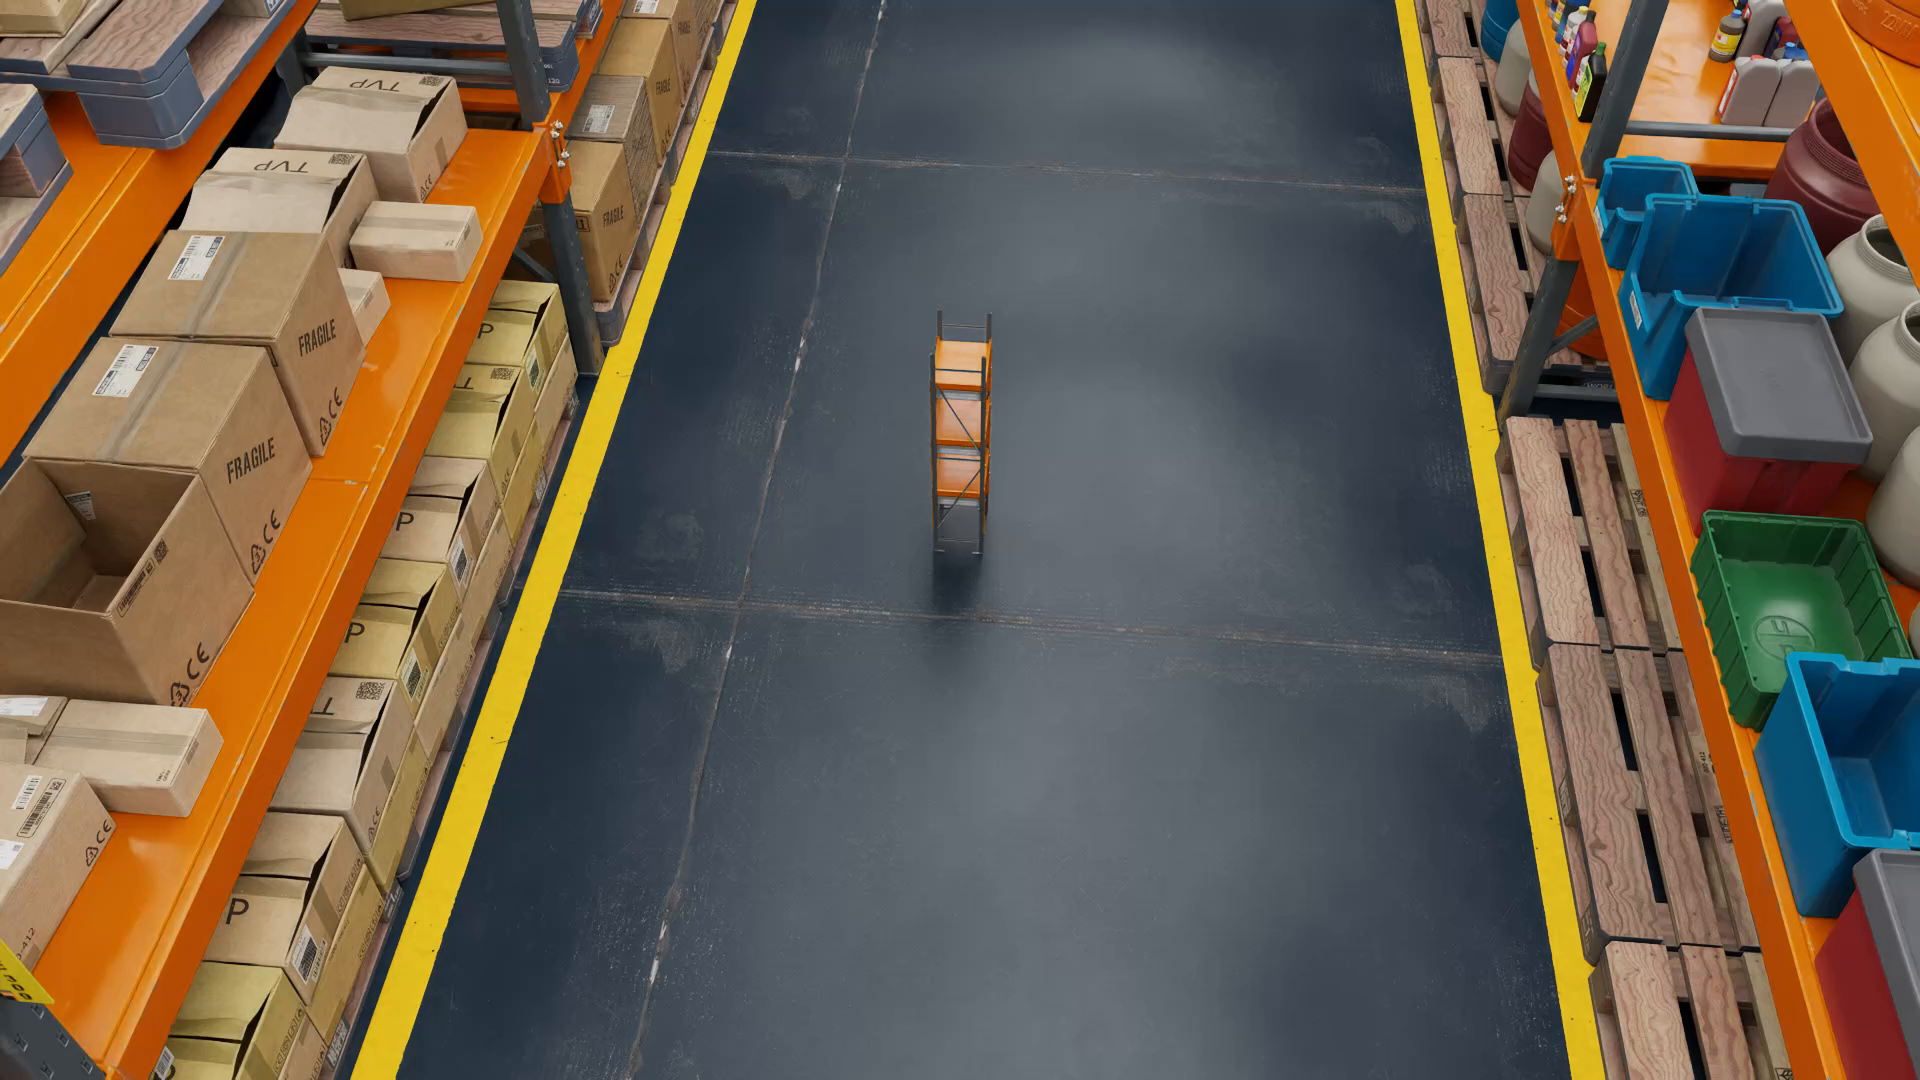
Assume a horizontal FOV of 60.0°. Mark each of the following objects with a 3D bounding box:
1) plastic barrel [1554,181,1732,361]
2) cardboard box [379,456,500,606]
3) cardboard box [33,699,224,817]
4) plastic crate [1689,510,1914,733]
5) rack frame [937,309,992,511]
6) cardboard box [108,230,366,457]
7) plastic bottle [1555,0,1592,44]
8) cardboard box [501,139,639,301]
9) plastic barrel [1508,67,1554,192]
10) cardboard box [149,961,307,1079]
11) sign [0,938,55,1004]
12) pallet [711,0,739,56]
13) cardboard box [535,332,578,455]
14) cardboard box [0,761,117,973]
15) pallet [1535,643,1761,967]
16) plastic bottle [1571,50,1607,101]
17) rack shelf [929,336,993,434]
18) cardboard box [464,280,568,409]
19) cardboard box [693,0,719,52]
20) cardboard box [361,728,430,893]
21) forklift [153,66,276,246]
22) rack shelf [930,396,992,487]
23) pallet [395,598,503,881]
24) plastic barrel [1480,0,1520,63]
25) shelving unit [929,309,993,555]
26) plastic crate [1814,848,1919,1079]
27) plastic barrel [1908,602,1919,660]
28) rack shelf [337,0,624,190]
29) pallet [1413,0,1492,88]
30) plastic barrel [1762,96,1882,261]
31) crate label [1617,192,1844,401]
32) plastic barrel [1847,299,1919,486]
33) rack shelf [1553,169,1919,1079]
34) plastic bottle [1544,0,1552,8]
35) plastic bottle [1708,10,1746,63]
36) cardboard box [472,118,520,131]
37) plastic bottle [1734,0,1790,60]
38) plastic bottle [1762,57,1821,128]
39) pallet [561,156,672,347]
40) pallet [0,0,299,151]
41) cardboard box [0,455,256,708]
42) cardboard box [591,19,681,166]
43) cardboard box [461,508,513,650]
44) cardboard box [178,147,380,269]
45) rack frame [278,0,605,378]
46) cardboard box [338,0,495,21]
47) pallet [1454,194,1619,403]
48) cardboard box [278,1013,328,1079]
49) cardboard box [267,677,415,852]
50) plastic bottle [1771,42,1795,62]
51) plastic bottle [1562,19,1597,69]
[{"bbox_3d":[2.858,-1.250,7.046,0.600,0.830,0.708,4,48,4],"label":"plastic barrel"},{"bbox_3d":[-1.995,-0.064,5.975,0.500,0.311,0.500,4,48,3],"label":"cardboard box"},{"bbox_3d":[-2.183,0.571,4.365,0.380,0.149,0.250,4,48,4],"label":"cardboard box"},{"bbox_3d":[2.343,0.232,4.648,0.450,0.188,0.662,4,48,4],"label":"plastic crate"},{"bbox_3d":[0.016,-0.483,6.481,0.200,1.050,0.008,4,48,4],"label":"rack frame"},{"bbox_3d":[-2.239,-0.615,5.212,0.500,0.500,0.500,2,48,1],"label":"cardboard box"},{"bbox_3d":[2.510,-2.158,6.779,0.097,0.271,0.097,0,48,0],"label":"plastic bottle"},{"bbox_3d":[-1.776,-1.436,7.426,0.500,0.500,0.500,6,48,5],"label":"cardboard box"},{"bbox_3d":[2.961,-1.998,7.894,0.600,0.588,0.708,4,48,4],"label":"plastic barrel"},{"bbox_3d":[-2.181,1.434,4.605,0.500,0.311,0.500,4,48,4],"label":"cardboard box"},{"bbox_3d":[-1.914,0.841,3.308,0.100,0.325,0.005,4,48,4],"label":"sign"},{"bbox_3d":[-1.774,-3.214,9.546,1.003,0.211,1.213,4,48,4],"label":"pallet"},{"bbox_3d":[-1.907,-0.626,6.869,0.500,0.250,0.500,5,48,4],"label":"cardboard box"},{"bbox_3d":[-2.466,0.810,4.078,0.500,0.250,0.500,7,48,6],"label":"cardboard box"},{"bbox_3d":[2.607,0.922,5.764,1.003,0.211,1.213,4,48,4],"label":"pallet"},{"bbox_3d":[2.471,-1.822,6.519,0.097,0.201,0.097,0,48,0],"label":"plastic bottle"},{"bbox_3d":[0.005,-0.578,6.197,0.215,0.259,0.240,4,48,4],"label":"rack shelf"},{"bbox_3d":[-1.905,-0.817,6.663,0.500,0.311,0.500,5,48,5],"label":"cardboard box"},{"bbox_3d":[-1.597,-2.947,8.808,0.500,0.500,0.500,4,48,4],"label":"cardboard box"},{"bbox_3d":[-2.091,0.874,5.497,0.500,0.250,0.500,3,48,2],"label":"cardboard box"},{"bbox_3d":[-4.300,-2.663,7.199,1.130,2.935,3.031,3,48,3],"label":"forklift"},{"bbox_3d":[0.005,-0.386,6.406,0.215,0.259,0.240,4,48,4],"label":"rack shelf"},{"bbox_3d":[-2.330,0.622,6.038,1.003,0.211,1.213,4,48,4],"label":"pallet"},{"bbox_3d":[3.063,-2.934,8.538,0.600,0.901,0.708,4,48,4],"label":"plastic barrel"},{"bbox_3d":[0.005,-0.394,6.399,0.215,1.050,0.252,4,48,4],"label":"shelving unit"},{"bbox_3d":[2.205,1.062,3.703,0.402,0.464,0.583,4,48,4],"label":"plastic crate"},{"bbox_3d":[2.838,0.186,4.455,0.433,0.535,0.433,0,48,0],"label":"plastic barrel"},{"bbox_3d":[-1.920,-3.043,7.987,1.077,0.370,4.000,4,48,4],"label":"rack shelf"},{"bbox_3d":[3.083,-2.914,9.272,1.003,0.211,1.213,4,48,4],"label":"pallet"},{"bbox_3d":[3.089,-1.164,5.690,0.600,0.536,0.708,4,48,4],"label":"plastic barrel"},{"bbox_3d":[2.470,-0.780,5.406,0.502,0.435,0.616,4,48,4],"label":"crate label"},{"bbox_3d":[2.911,-0.438,5.042,0.421,0.512,0.421,0,48,0],"label":"plastic barrel"},{"bbox_3d":[2.648,0.233,4.992,1.077,0.370,4.000,4,48,4],"label":"rack shelf"},{"bbox_3d":[2.536,-2.349,7.001,0.097,0.201,0.097,0,48,0],"label":"plastic bottle"},{"bbox_3d":[3.108,-2.044,6.721,0.097,0.201,0.097,0,48,0],"label":"plastic bottle"},{"bbox_3d":[-2.251,-1.824,7.781,0.500,0.500,0.500,6,48,5],"label":"cardboard box"},{"bbox_3d":[3.234,-2.074,6.698,0.152,0.276,0.135,4,48,4],"label":"plastic bottle"},{"bbox_3d":[3.191,-1.734,6.387,0.152,0.276,0.135,4,48,4],"label":"plastic bottle"},{"bbox_3d":[-1.997,-1.421,7.906,1.003,0.211,1.213,4,48,4],"label":"pallet"},{"bbox_3d":[-2.174,-1.438,4.127,1.003,0.211,1.213,6,48,5],"label":"pallet"},{"bbox_3d":[-2.333,0.140,4.522,0.500,0.500,0.500,7,48,6],"label":"cardboard box"},{"bbox_3d":[-1.683,-2.189,8.115,0.500,0.500,0.500,3,48,3],"label":"cardboard box"},{"bbox_3d":[-2.000,0.122,6.184,0.500,0.250,0.500,5,48,4],"label":"cardboard box"},{"bbox_3d":[-2.377,-1.141,5.822,0.500,0.311,0.500,3,48,3],"label":"cardboard box"},{"bbox_3d":[-2.102,-1.816,6.378,1.000,3.000,0.127,4,48,4],"label":"rack frame"},{"bbox_3d":[-2.157,-2.461,6.616,0.700,0.500,0.500,-11,48,-10],"label":"cardboard box"},{"bbox_3d":[2.860,-1.121,7.632,1.003,0.211,1.213,4,48,4],"label":"pallet"},{"bbox_3d":[-2.183,1.630,4.805,0.500,0.250,0.500,3,48,3],"label":"cardboard box"},{"bbox_3d":[-2.084,0.686,5.289,0.500,0.311,0.500,2,48,2],"label":"cardboard box"},{"bbox_3d":[3.238,-1.864,6.557,0.097,0.201,0.097,0,48,0],"label":"plastic bottle"},{"bbox_3d":[2.492,-1.992,6.674,0.097,0.201,0.097,0,48,0],"label":"plastic bottle"}]
